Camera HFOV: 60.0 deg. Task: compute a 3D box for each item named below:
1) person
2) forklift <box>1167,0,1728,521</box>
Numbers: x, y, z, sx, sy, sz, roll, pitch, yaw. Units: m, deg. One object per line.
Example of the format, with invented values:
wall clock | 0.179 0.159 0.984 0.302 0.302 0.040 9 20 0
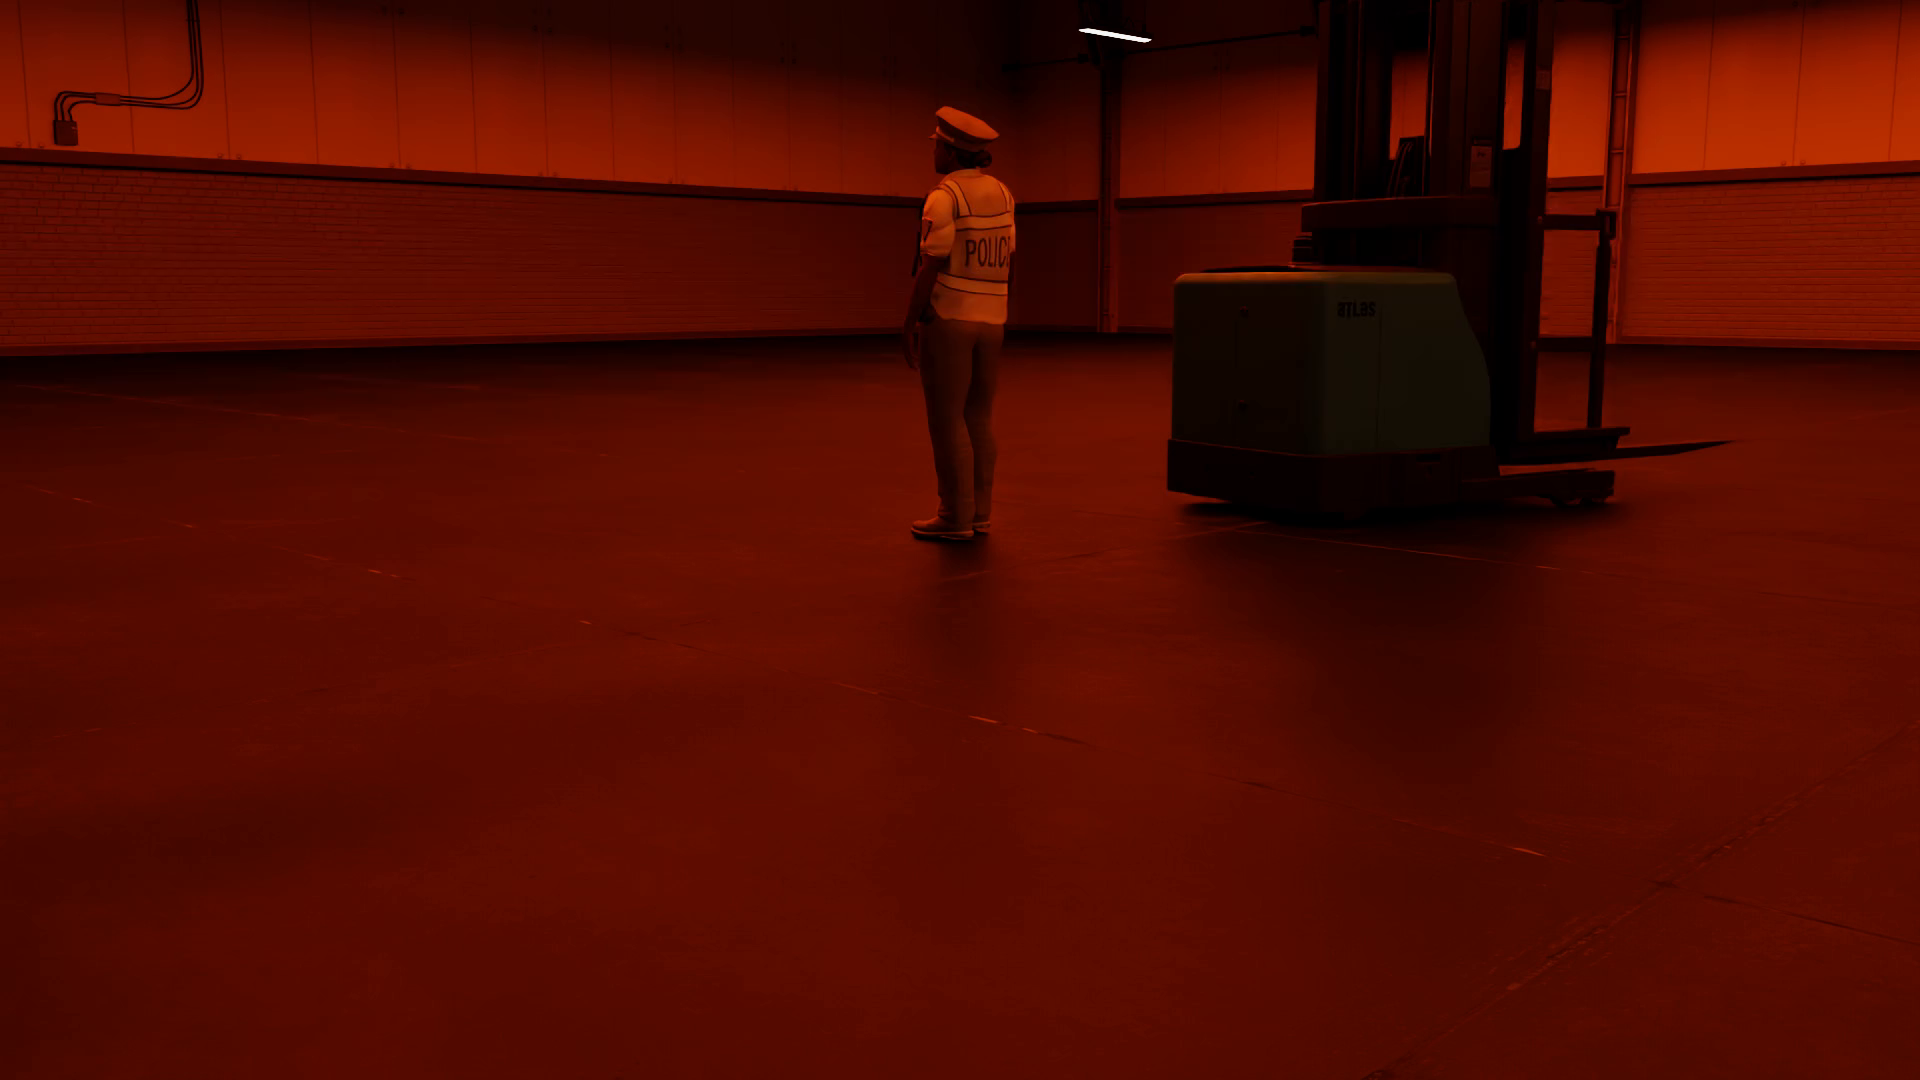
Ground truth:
person | -0.041 -0.855 6.656 0.528 1.697 0.570 8 12 43
forklift | 2.502 -1.667 7.942 3.031 2.935 1.130 -5 10 -30
